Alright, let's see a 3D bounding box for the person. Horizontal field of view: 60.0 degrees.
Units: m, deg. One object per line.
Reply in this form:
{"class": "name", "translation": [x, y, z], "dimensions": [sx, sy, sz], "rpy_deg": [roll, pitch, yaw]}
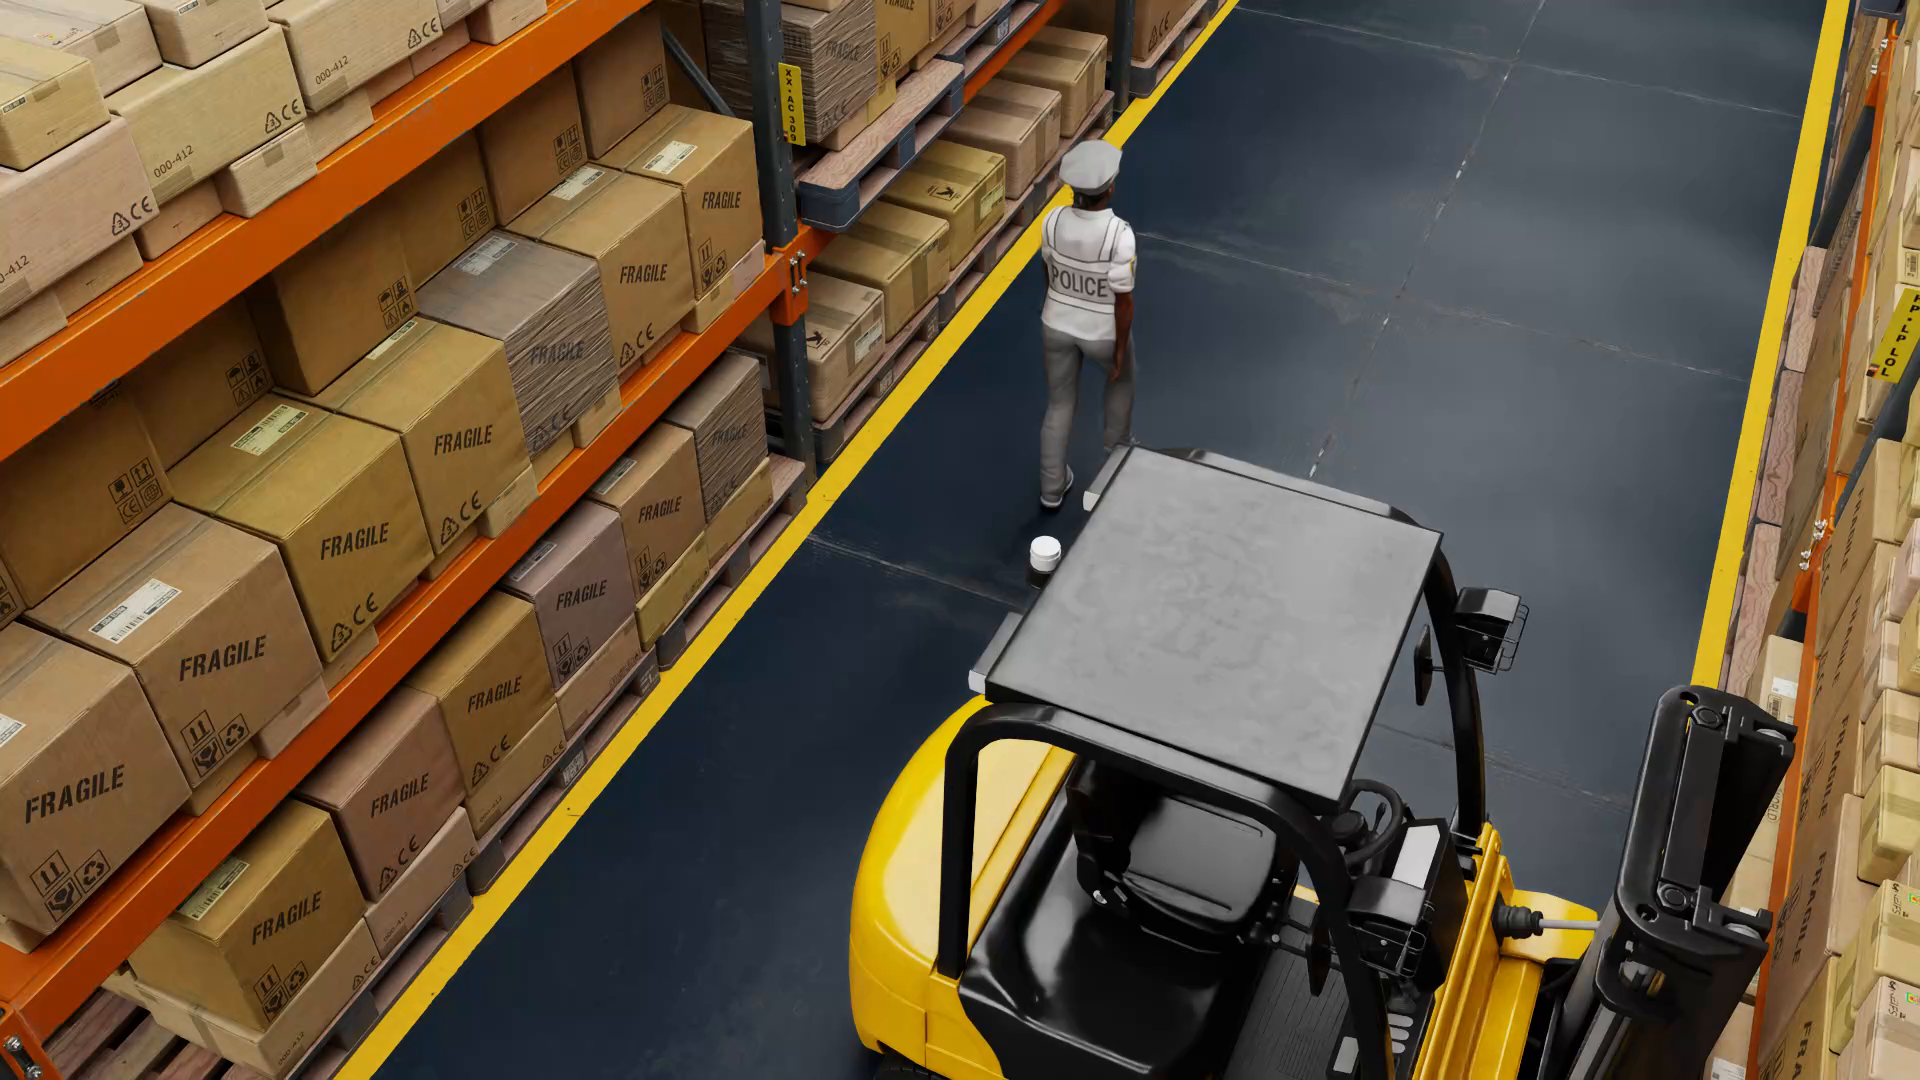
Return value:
{"class": "person", "translation": [0.559, -0.927, 7.181], "dimensions": [0.458, 1.733, 0.697], "rpy_deg": [16, 45, 17]}
